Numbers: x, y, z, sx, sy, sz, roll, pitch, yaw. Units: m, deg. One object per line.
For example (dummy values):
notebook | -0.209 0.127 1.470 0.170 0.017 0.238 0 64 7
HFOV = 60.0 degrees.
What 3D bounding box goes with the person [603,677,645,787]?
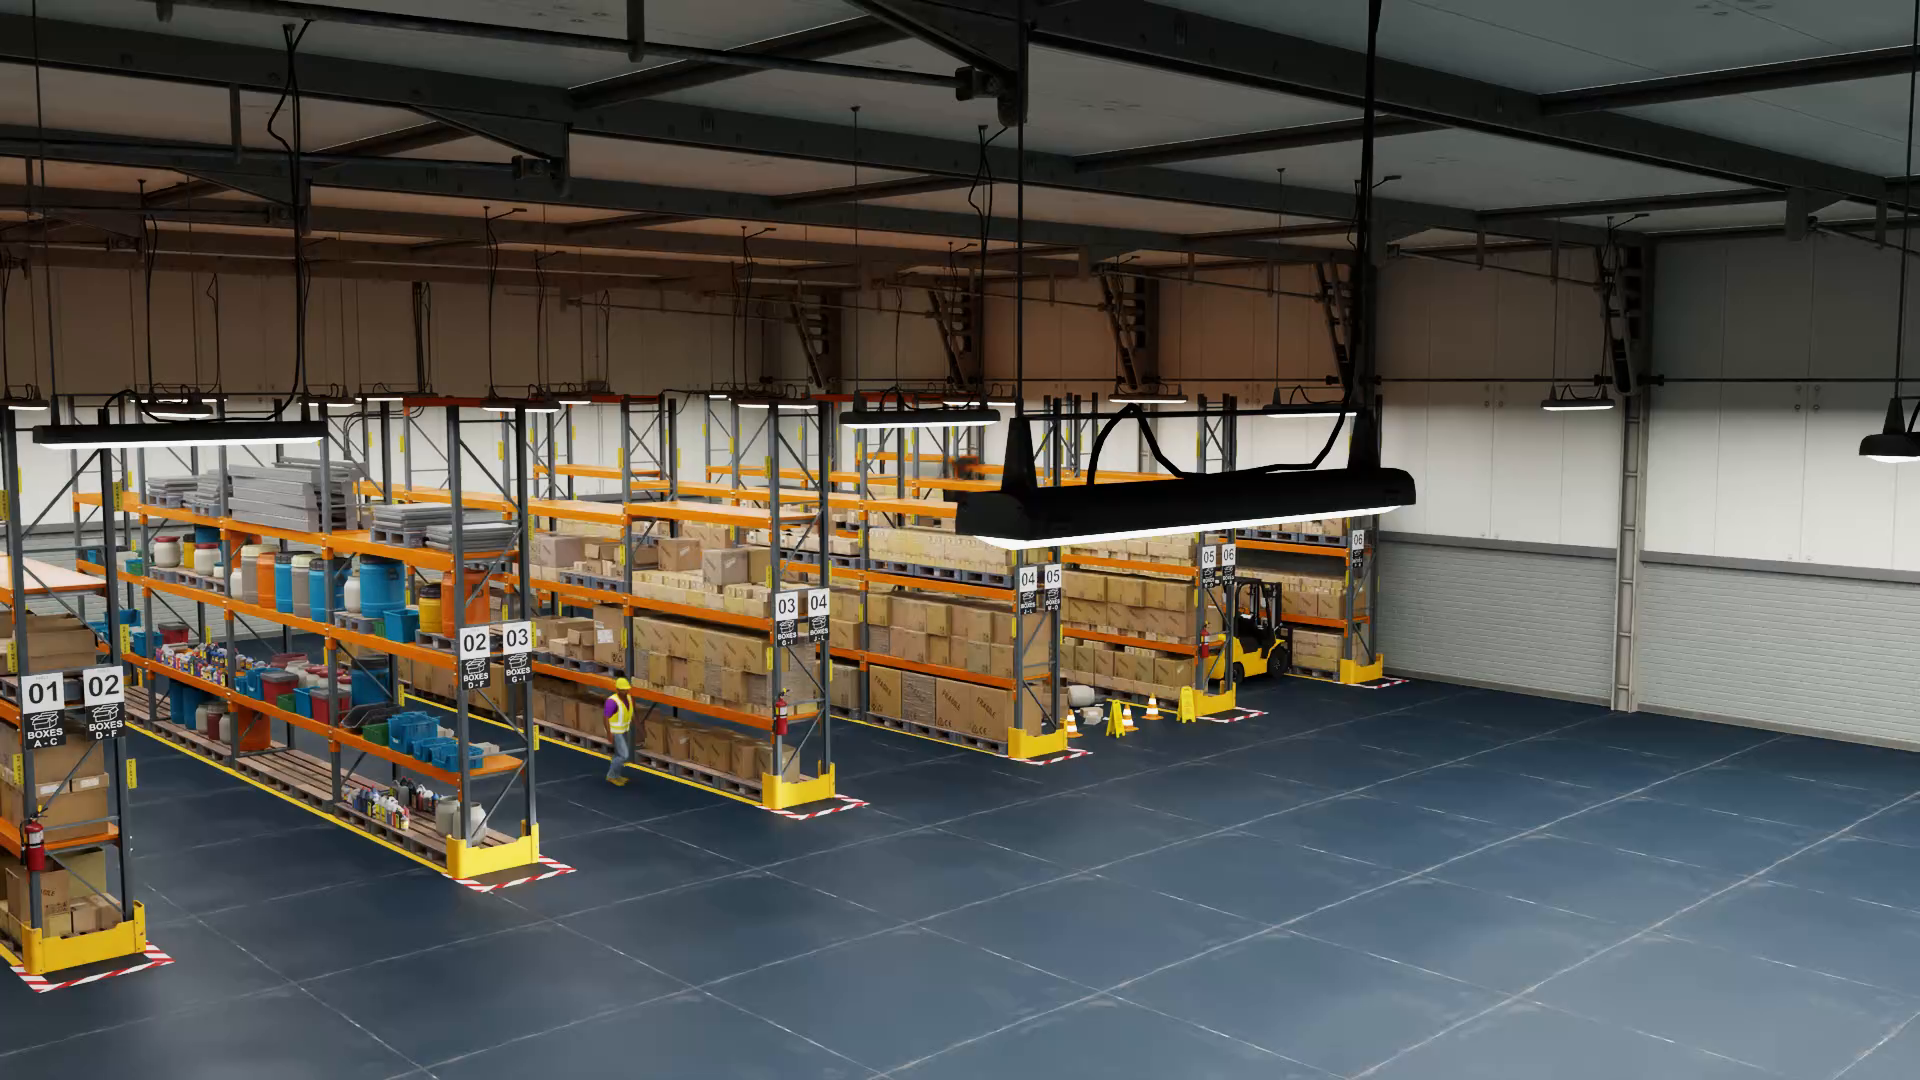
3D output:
person | -5.295 2.976 25.857 0.620 1.730 0.636 2 6 16
